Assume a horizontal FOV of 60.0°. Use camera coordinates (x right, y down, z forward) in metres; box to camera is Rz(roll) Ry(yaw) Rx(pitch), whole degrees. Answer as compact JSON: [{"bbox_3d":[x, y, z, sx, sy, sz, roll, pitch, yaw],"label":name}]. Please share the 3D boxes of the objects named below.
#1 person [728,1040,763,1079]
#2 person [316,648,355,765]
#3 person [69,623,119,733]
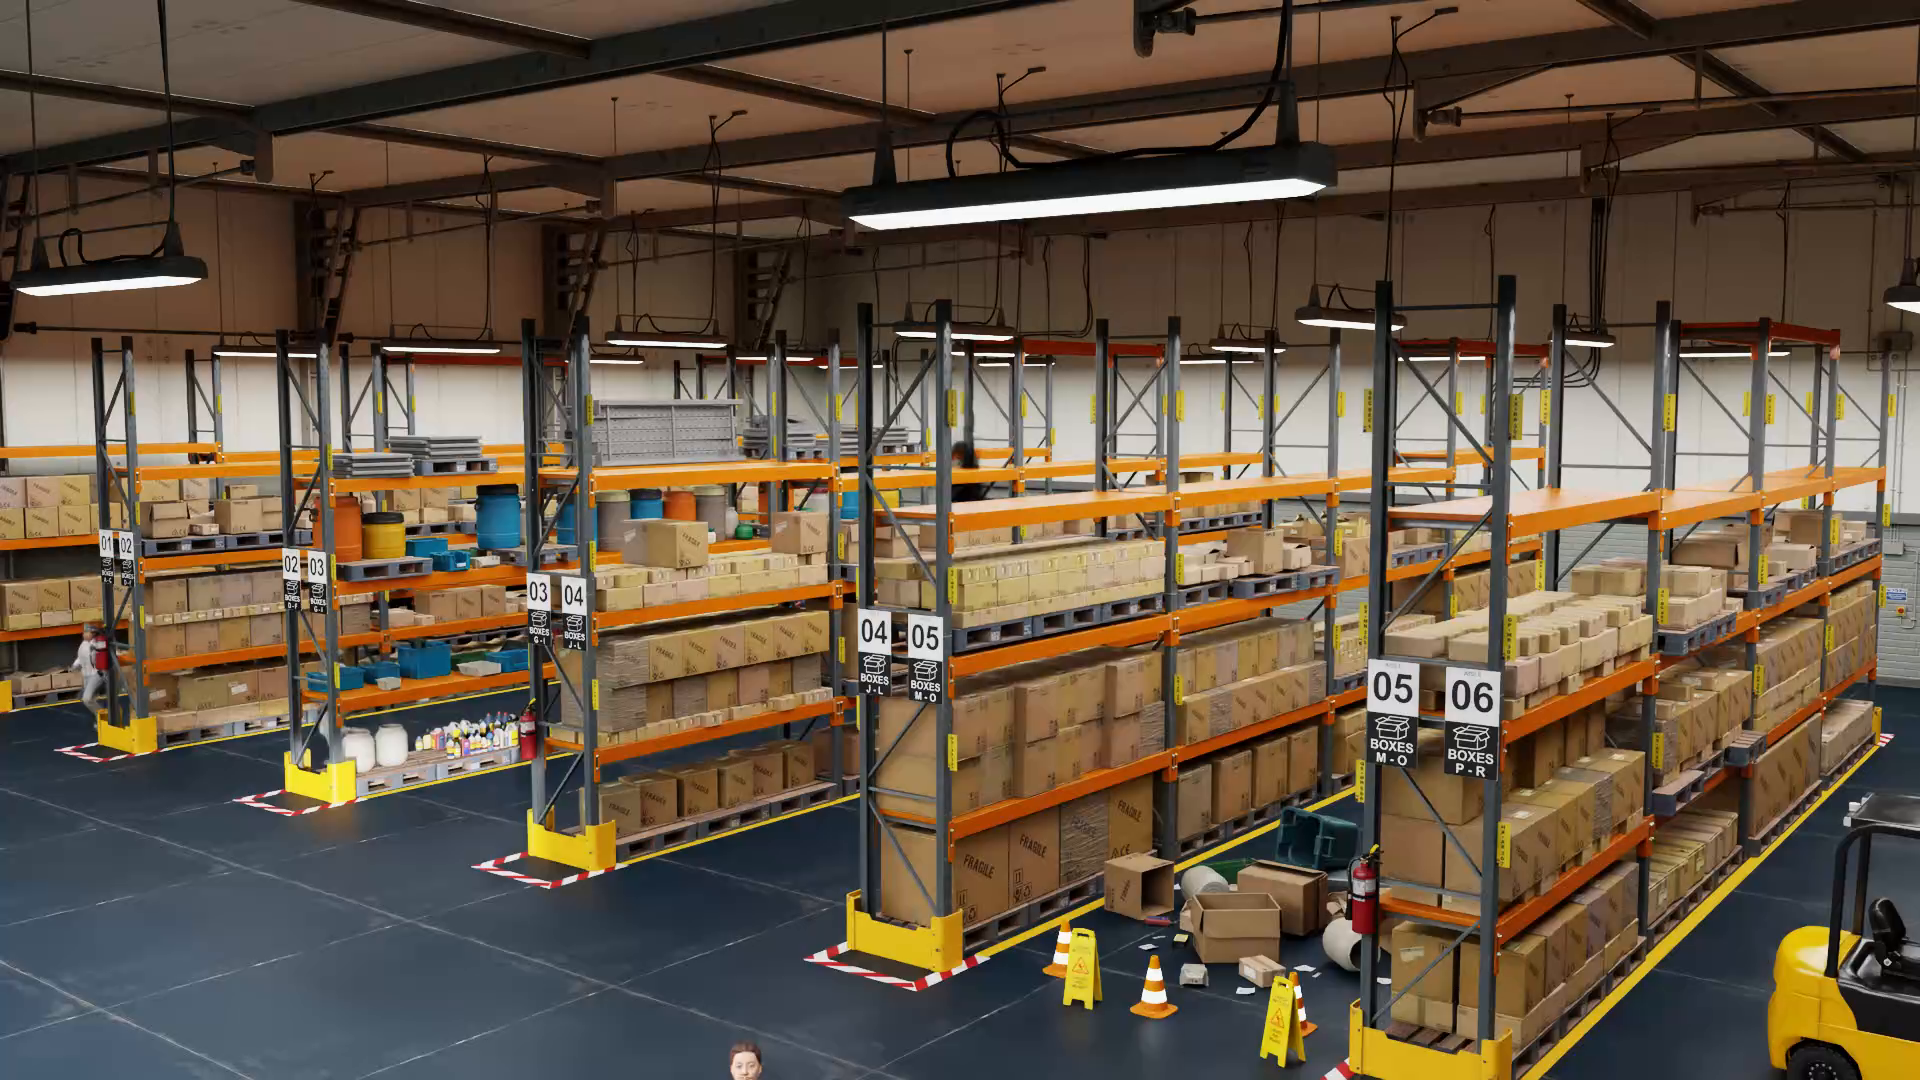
[{"bbox_3d":[-1.173,3.556,9.185,0.578,1.619,0.569,-1,5,-6],"label":"person"},{"bbox_3d":[-8.759,2.327,23.490,0.615,1.630,0.587,4,6,38],"label":"person"},{"bbox_3d":[-13.305,2.117,25.499,0.643,1.708,0.660,2,5,25],"label":"person"}]
